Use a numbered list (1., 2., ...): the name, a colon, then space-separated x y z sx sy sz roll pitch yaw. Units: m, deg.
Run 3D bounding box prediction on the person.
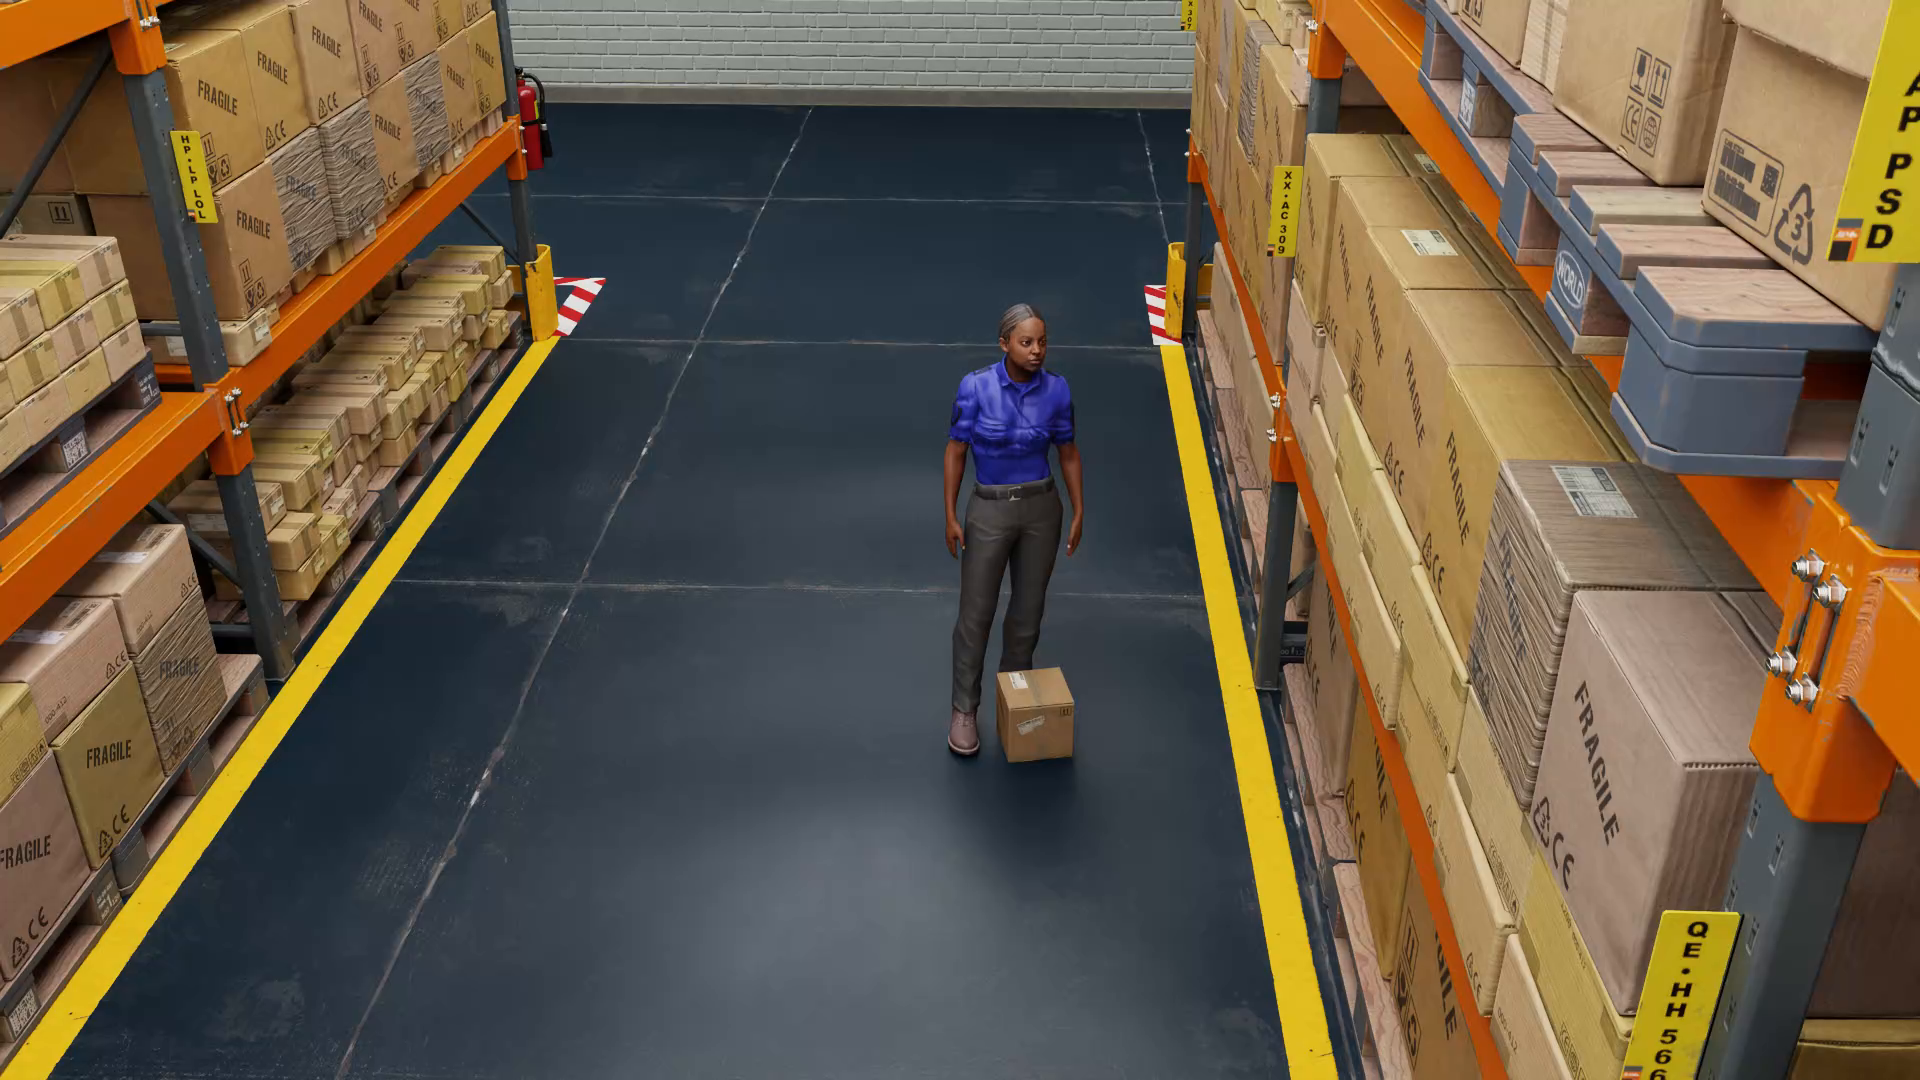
1. person: 0.191 -0.039 6.184 0.550 1.654 0.504 -6 29 -10
